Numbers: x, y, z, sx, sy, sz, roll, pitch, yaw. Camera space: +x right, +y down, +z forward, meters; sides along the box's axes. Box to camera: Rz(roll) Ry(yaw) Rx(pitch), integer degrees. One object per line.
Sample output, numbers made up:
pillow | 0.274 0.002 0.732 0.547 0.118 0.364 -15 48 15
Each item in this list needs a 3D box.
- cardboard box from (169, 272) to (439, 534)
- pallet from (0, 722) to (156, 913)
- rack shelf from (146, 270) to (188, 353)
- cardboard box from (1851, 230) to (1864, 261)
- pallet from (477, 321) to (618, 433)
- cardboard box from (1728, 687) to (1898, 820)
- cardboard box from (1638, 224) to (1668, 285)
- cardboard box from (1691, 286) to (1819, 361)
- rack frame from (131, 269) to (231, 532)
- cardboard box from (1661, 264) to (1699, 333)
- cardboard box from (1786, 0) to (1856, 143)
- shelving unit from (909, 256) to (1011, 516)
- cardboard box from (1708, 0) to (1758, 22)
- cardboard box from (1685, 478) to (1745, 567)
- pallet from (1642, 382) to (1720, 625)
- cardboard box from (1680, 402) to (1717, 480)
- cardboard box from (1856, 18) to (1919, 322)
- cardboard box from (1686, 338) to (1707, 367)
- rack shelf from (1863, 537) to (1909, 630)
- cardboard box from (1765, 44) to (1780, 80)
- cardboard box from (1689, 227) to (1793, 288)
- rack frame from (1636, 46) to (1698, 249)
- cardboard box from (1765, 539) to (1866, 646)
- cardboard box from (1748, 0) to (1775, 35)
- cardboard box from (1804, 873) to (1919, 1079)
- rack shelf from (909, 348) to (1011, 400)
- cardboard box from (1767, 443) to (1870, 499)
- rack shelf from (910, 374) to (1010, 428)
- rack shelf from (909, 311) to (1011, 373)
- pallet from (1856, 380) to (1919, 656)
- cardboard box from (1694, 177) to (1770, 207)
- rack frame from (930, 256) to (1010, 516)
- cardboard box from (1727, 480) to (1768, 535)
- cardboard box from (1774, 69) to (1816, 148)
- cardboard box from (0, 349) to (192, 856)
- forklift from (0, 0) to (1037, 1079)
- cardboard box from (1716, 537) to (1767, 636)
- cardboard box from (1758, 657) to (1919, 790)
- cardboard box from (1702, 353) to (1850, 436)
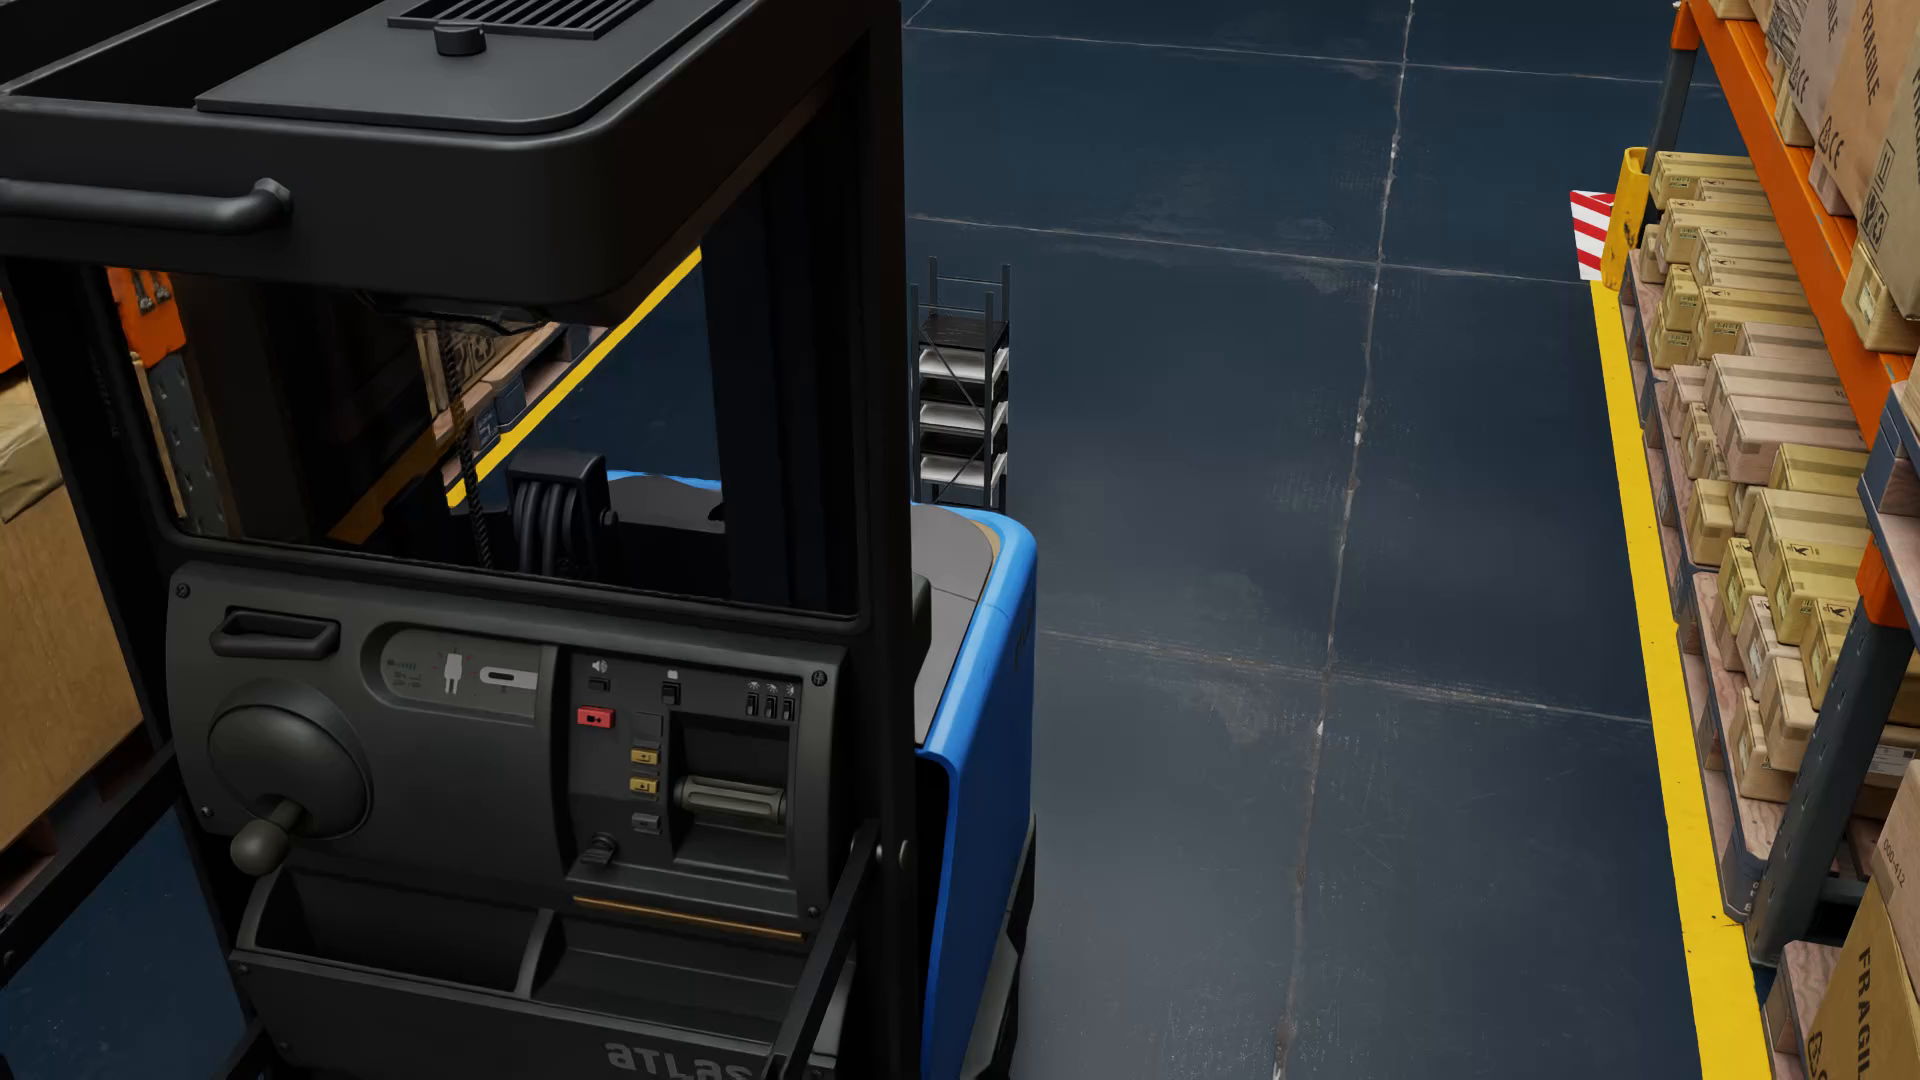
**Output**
cardboard box | -2.251 -0.610 5.003 0.875 0.875 0.875 8 33 12
pallet | -2.619 0.589 4.127 1.003 0.211 1.213 8 33 12
rack shelf | -1.988 -1.733 5.850 1.077 0.370 4.000 8 33 12
cardboard box | 2.208 -0.624 3.669 0.380 0.149 0.250 9 34 14
pallet | -1.919 -0.841 6.375 1.003 0.211 1.213 8 33 12
cardboard box | 2.046 0.505 3.925 0.380 0.149 0.250 8 33 13
cardboard box | 2.849 -1.092 6.438 0.380 0.149 0.250 9 33 13
cardboard box | 2.515 -0.660 5.204 0.380 0.149 0.250 9 33 13
rack frame | -2.496 -0.998 4.024 1.000 3.000 0.127 8 33 12
cardboard box | 2.639 -0.817 5.728 0.380 0.149 0.250 9 34 14
cardboard box | 2.386 -1.255 4.058 0.500 0.500 0.500 8 33 12
shelving unit | 0.002 -0.384 5.015 0.258 0.900 0.210 8 33 12
cardboard box | 2.748 -1.847 5.593 0.380 0.149 0.250 7 33 11
cardboard box | 2.309 -0.032 4.770 0.380 0.149 0.250 8 33 12
pallet | 2.720 -0.082 5.183 1.003 0.211 1.213 8 33 12
cardboard box | 2.469 -0.288 5.172 0.380 0.149 0.250 8 33 12
cardboard box | 2.126 -0.728 3.228 0.500 0.500 0.500 8 33 12
cardboard box | 2.662 -0.552 5.589 0.380 0.149 0.250 8 33 12
rack shelf | 1.769 1.071 1.440 1.077 0.370 4.000 8 33 12
cardboard box | 2.632 -1.432 4.941 0.380 0.149 0.250 7 33 11
cardboard box | 2.705 -0.933 5.633 0.380 0.149 0.250 6 33 10
rack frame | 3.291 -2.346 6.145 1.000 3.000 0.127 8 33 12
cardboard box | 2.141 0.146 3.935 0.380 0.149 0.250 8 33 13
cardboard box | 2.663 -1.785 4.891 0.500 0.500 0.500 8 33 13
cardboard box | 1.832 0.954 2.891 0.500 0.500 0.500 9 34 14
rack shelf | 0.002 -0.508 4.937 0.258 0.077 0.200 8 33 12
cardboard box | 2.339 -0.108 4.335 0.380 0.149 0.250 9 34 14
rack shelf | 0.002 -0.432 4.985 0.258 0.077 0.200 8 33 12
rack shelf | 0.002 -0.584 4.888 0.258 0.077 0.200 8 33 12
pallet | 1.942 0.187 2.338 1.003 0.211 1.213 8 33 12
cardboard box | 2.876 -1.186 6.032 0.380 0.149 0.250 9 33 13
rack frame | 0.028 -0.437 5.098 0.240 0.900 0.006 8 33 12
cardboard box | 2.361 -0.112 4.619 0.380 0.149 0.250 9 33 14
cardboard box | 2.450 -1.166 4.522 0.380 0.149 0.250 9 33 13
cardboard box | -2.639 0.056 3.955 1.225 0.875 0.875 8 33 13
forklift | -0.653 0.332 1.995 1.130 2.935 3.031 7 33 11
cardboard box | 2.156 0.139 4.223 0.380 0.149 0.250 7 33 11
cardboard box | 2.049 0.423 3.777 0.380 0.149 0.250 9 33 13
cardboard box | 2.375 -0.403 4.799 0.380 0.149 0.250 7 33 11
